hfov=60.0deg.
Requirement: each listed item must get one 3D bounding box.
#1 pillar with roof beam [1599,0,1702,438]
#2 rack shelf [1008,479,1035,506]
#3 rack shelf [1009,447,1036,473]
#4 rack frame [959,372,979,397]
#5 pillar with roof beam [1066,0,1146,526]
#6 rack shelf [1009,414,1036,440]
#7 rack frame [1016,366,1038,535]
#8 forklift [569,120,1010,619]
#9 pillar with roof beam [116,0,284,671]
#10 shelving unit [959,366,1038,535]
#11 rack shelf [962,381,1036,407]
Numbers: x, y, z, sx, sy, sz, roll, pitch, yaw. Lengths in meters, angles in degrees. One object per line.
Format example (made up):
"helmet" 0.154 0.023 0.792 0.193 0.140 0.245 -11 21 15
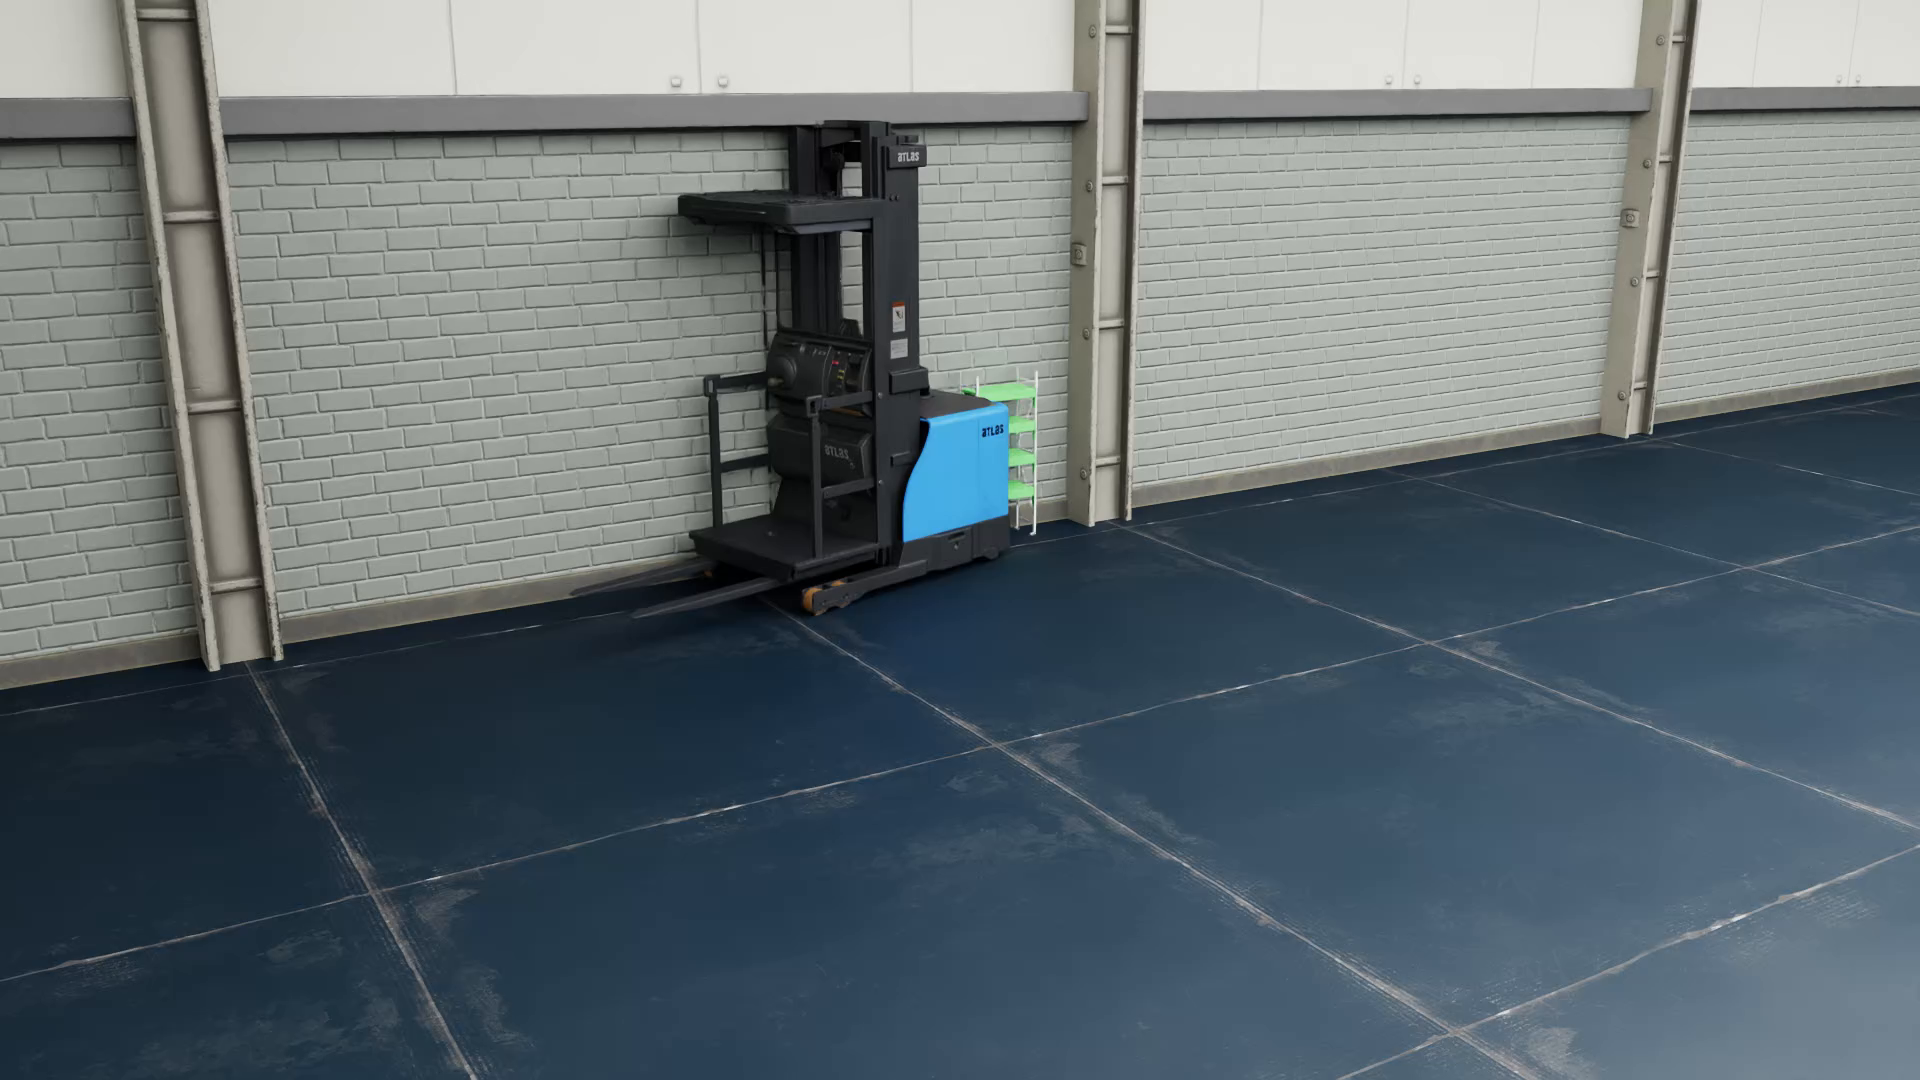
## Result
"pillar with roof beam" 8.400 -4.333 10.695 0.400 9.000 9.100 -9 18 -30
"rack shelf" 0.271 -0.314 11.932 0.480 0.148 0.258 -9 18 -30
"rack shelf" 0.271 -0.545 11.868 0.480 0.148 0.258 -9 18 -30
"rack frame" 0.063 -0.572 11.728 0.015 1.200 0.240 -9 18 -30
"pillar with roof beam" 3.257 -3.499 7.720 0.400 9.000 9.100 -9 18 -30
"rack shelf" 0.271 -0.776 11.803 0.480 0.148 0.258 -9 18 -30
"rack frame" 0.479 -0.641 11.973 0.015 1.200 0.240 -9 18 -30
"forklift" -1.044 -1.106 10.425 1.130 2.935 3.031 15 21 42
"pillar with roof beam" -1.887 -2.665 4.744 0.400 9.000 9.100 -9 18 -30
"shelving unit" 0.271 -0.607 11.850 0.503 1.200 0.258 -9 18 -30
"rack shelf" 0.271 -1.007 11.738 0.480 0.148 0.258 -9 18 -30
